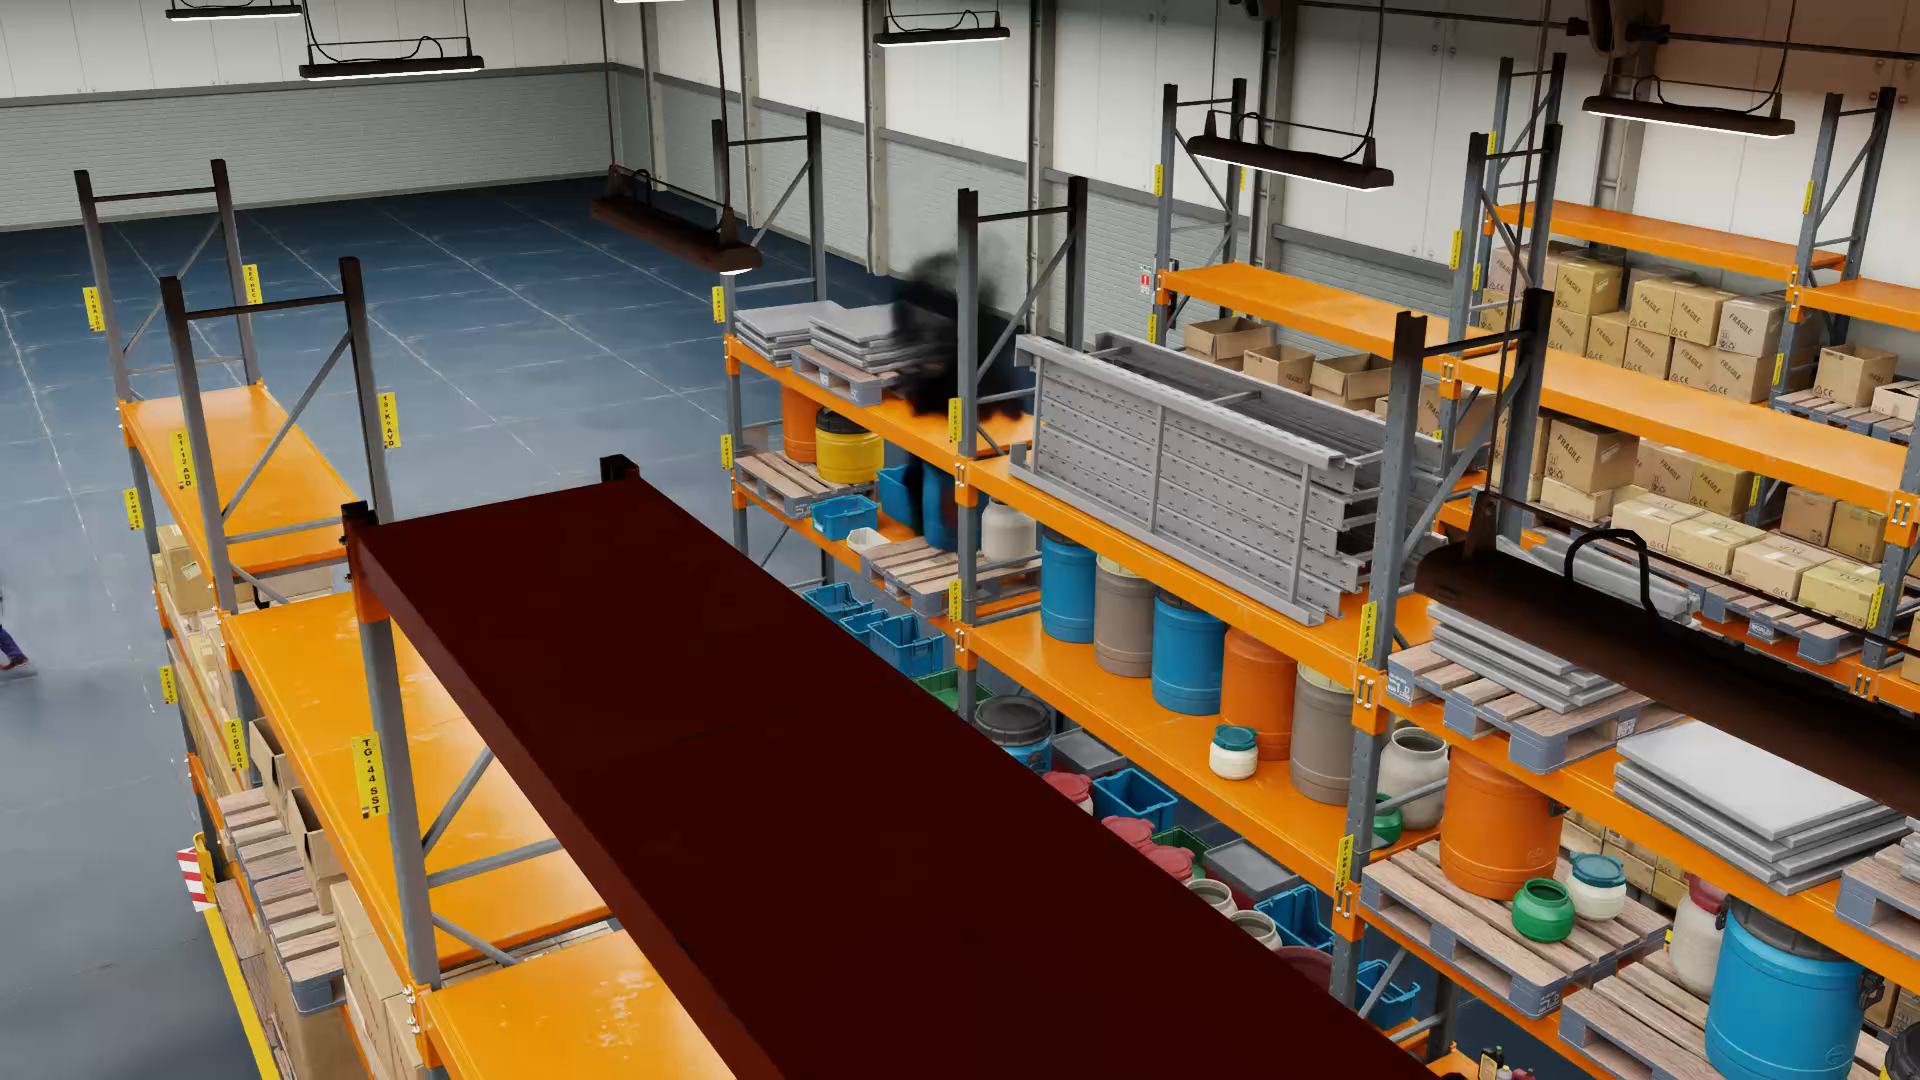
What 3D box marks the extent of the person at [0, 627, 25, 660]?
[{"bbox_3d":[-10.391,0.617,17.455,0.613,1.524,0.585,-1,22,-3],"label":"person"}]
